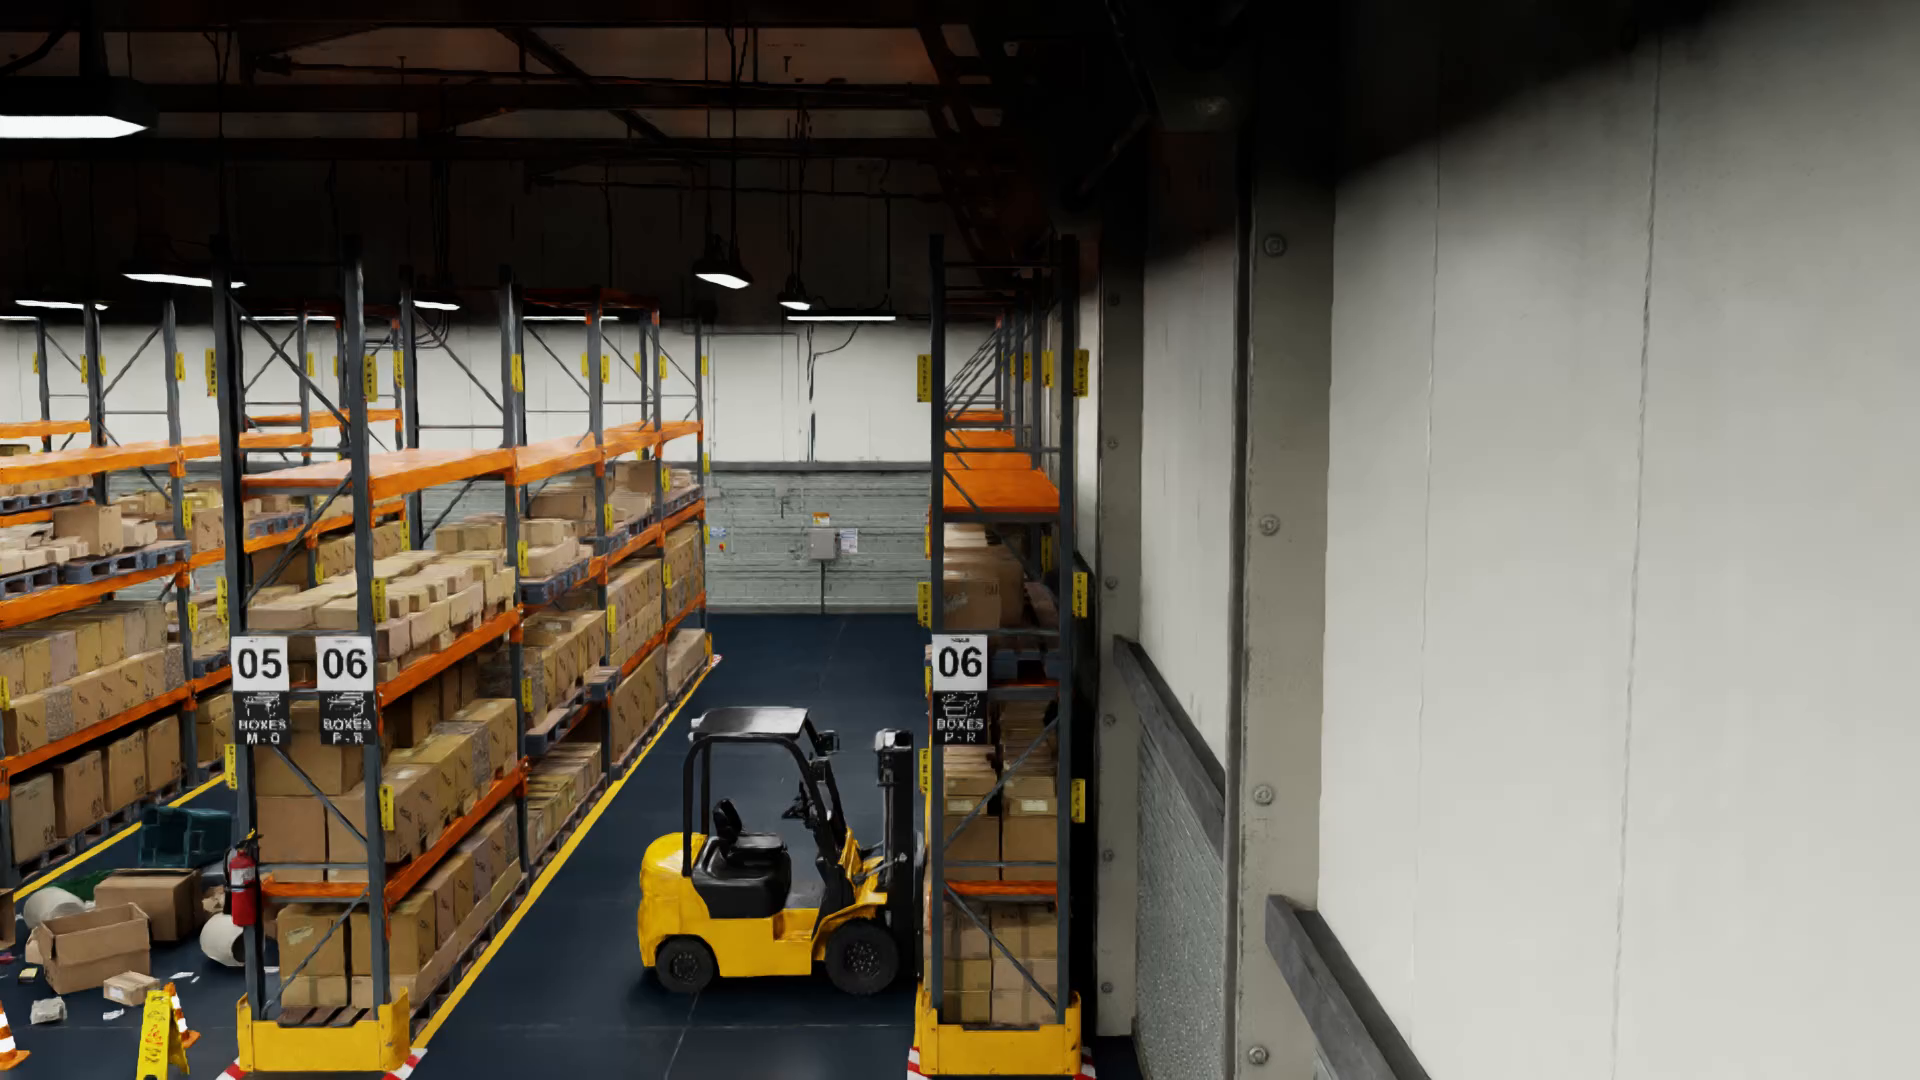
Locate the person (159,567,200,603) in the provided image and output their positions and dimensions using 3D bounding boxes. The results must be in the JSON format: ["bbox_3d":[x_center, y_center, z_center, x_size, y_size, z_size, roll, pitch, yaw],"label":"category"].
[{"bbox_3d":[-14.418,0.908,30.794,0.683,1.712,0.810,-2,7,-19],"label":"person"}]
